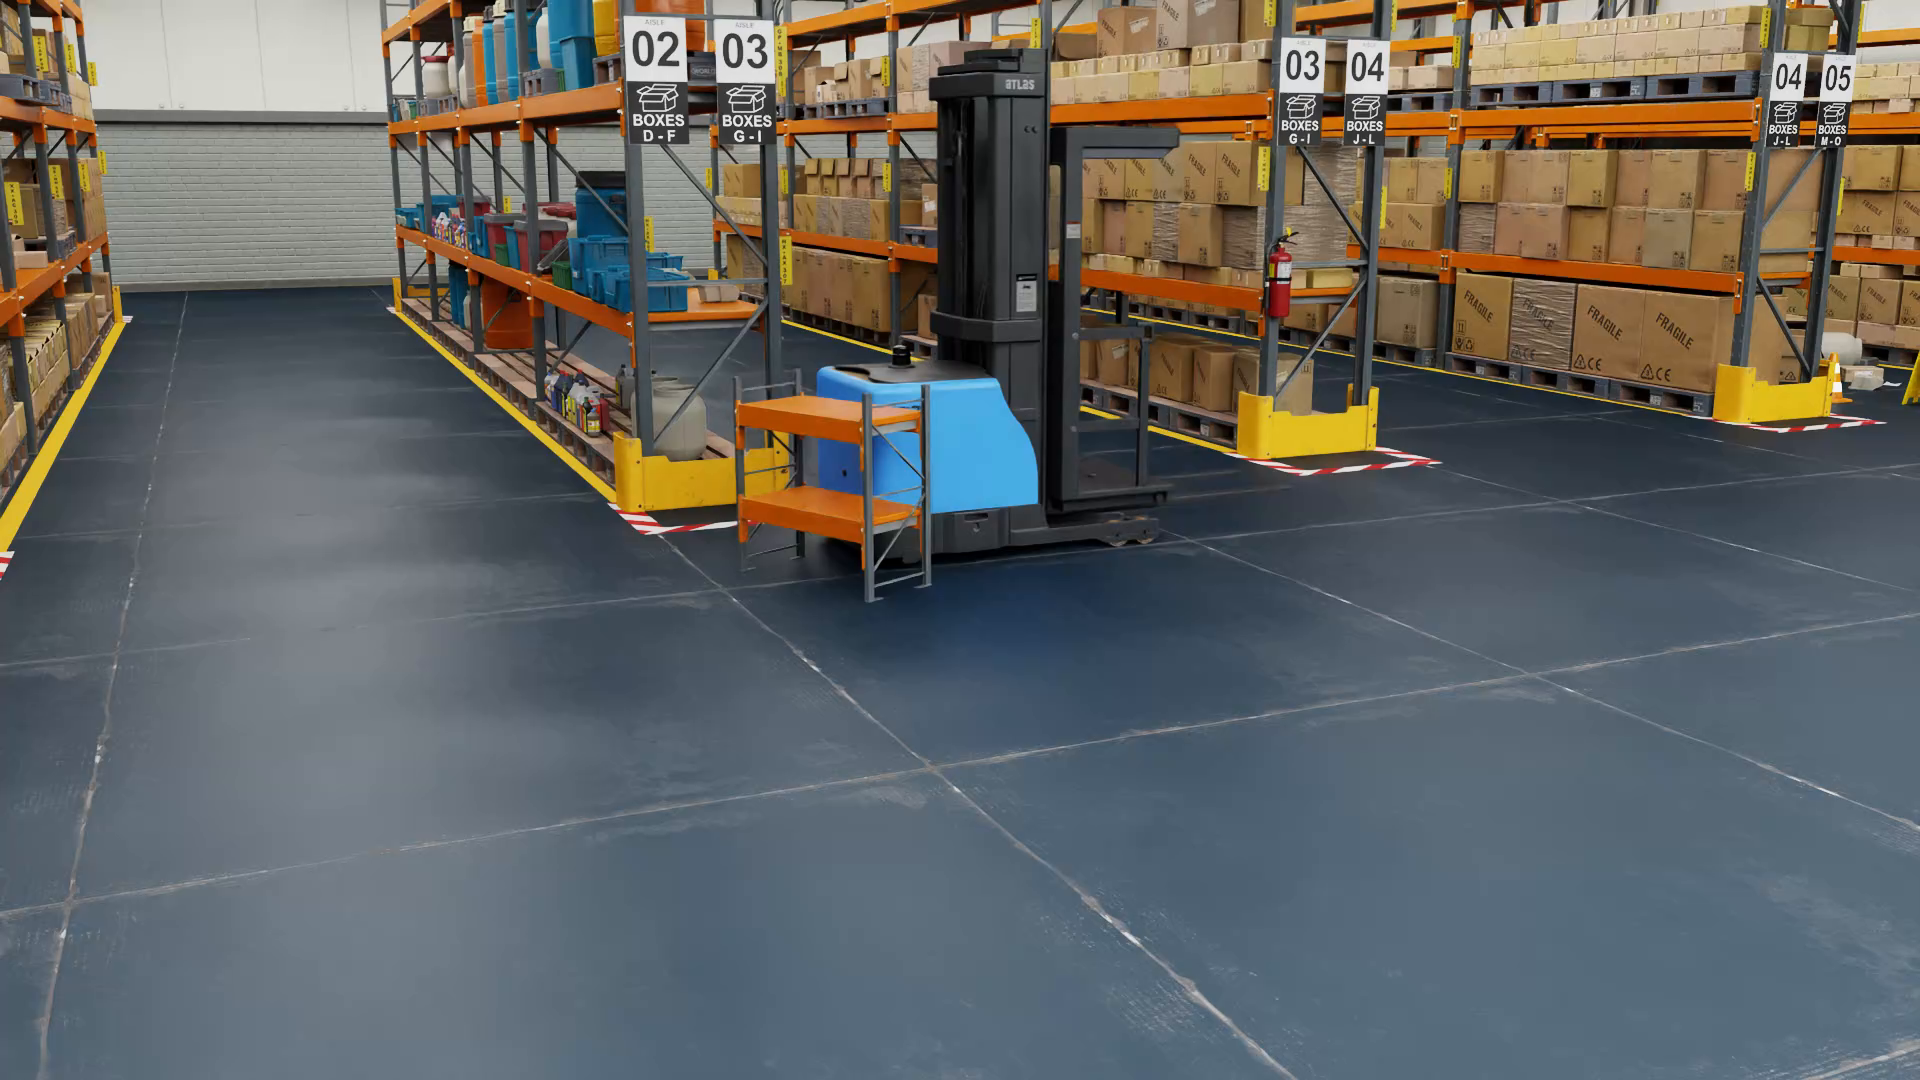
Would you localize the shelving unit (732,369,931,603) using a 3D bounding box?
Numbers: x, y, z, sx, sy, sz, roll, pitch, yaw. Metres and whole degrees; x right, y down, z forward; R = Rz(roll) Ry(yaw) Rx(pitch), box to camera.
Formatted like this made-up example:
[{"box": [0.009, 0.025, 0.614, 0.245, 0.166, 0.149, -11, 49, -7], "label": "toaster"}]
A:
[{"box": [-0.719, -0.331, 9.307, 1.048, 1.125, 0.538, 11, 17, 40], "label": "shelving unit"}]

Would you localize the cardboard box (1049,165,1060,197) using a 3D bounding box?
[{"box": [1.184, -3.556, 15.984, 0.500, 0.500, 0.500, -6, 14, -23], "label": "cardboard box"}]

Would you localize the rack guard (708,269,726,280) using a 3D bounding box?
[{"box": [-3.580, -4.258, 27.658, 1.175, 0.500, 0.348, -6, 14, -23], "label": "rack guard"}]

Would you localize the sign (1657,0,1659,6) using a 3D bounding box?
[{"box": [12.165, -9.495, 29.014, 0.100, 0.325, 0.005, -6, 14, -23], "label": "sign"}]

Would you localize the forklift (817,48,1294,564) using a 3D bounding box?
[{"box": [0.670, -1.488, 10.300, 3.031, 2.935, 1.130, -6, 14, -23], "label": "forklift"}]

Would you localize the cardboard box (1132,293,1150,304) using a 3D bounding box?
[{"box": [2.884, -3.772, 24.629, 0.500, 0.500, 0.500, -5, 14, -20], "label": "cardboard box"}]

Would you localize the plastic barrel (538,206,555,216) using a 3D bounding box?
[{"box": [-4.296, -3.232, 17.433, 0.421, 0.512, 0.421, 0, 13, 0], "label": "plastic barrel"}]

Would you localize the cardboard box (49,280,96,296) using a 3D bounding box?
[{"box": [-11.804, -3.136, 21.828, 0.797, 0.503, 0.637, -6, 14, -23], "label": "cardboard box"}]

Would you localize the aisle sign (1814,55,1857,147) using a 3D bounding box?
[{"box": [7.727, -3.871, 14.678, 0.394, 0.787, 0.004, -6, 14, -23], "label": "aisle sign"}]

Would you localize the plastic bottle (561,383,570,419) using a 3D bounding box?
[{"box": [-3.255, -1.154, 13.751, 0.061, 0.283, 0.133, -5, 14, -20], "label": "plastic bottle"}]

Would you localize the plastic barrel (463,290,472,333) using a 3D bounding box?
[{"box": [-5.876, -2.804, 20.421, 0.421, 0.512, 0.421, 0, 13, 0], "label": "plastic barrel"}]

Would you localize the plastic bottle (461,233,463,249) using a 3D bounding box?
[{"box": [-5.618, -3.412, 18.900, 0.097, 0.201, 0.097, 0, 13, 0], "label": "plastic bottle"}]

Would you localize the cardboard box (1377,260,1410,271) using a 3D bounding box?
[{"box": [7.434, -4.588, 27.321, 0.875, 0.875, 0.875, -5, 14, -21], "label": "cardboard box"}]

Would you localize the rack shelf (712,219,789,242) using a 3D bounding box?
[{"box": [-2.769, -4.707, 25.650, 1.077, 0.370, 4.000, -6, 14, -23], "label": "rack shelf"}]

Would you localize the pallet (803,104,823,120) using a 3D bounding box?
[{"box": [-1.555, -5.827, 22.668, 0.805, 0.209, 1.217, -6, 14, -25], "label": "pallet"}]

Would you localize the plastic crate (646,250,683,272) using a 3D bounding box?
[{"box": [-2.609, -2.267, 13.844, 0.499, 0.251, 0.616, -6, 14, -23], "label": "plastic crate"}]

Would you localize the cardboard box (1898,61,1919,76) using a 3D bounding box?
[{"box": [10.716, -5.255, 18.560, 0.380, 0.149, 0.250, -6, 14, -24], "label": "cardboard box"}]

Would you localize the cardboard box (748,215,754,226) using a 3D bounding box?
[{"box": [-3.006, -4.873, 25.331, 0.380, 0.149, 0.250, -5, 14, -22], "label": "cardboard box"}]

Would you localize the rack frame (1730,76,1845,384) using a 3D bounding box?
[{"box": [7.424, -2.592, 14.917, 1.000, 3.000, 0.127, -6, 14, -23], "label": "rack frame"}]

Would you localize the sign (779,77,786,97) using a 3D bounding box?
[{"box": [-2.476, -6.346, 23.160, 0.100, 0.325, 0.005, -6, 14, -23], "label": "sign"}]

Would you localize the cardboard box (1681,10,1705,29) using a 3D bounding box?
[{"box": [6.777, -4.716, 15.079, 0.380, 0.149, 0.250, -5, 14, -22], "label": "cardboard box"}]

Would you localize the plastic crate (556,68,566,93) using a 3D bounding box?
[{"box": [-2.919, -3.552, 12.880, 0.336, 0.188, 0.450, -6, 14, -23], "label": "plastic crate"}]

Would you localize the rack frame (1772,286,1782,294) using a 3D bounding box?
[{"box": [13.261, -5.162, 26.021, 1.000, 3.000, 0.127, -6, 14, -23], "label": "rack frame"}]

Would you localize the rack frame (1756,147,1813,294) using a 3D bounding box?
[{"box": [10.317, -3.886, 20.510, 1.000, 3.000, 0.127, -6, 14, -23], "label": "rack frame"}]

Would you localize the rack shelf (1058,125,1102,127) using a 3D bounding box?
[{"box": [1.816, -6.595, 27.157, 1.077, 0.370, 4.000, -6, 14, -23], "label": "rack shelf"}]

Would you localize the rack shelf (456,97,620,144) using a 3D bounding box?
[{"box": [-4.103, -4.068, 16.238, 1.077, 0.370, 4.000, -6, 14, -23], "label": "rack shelf"}]

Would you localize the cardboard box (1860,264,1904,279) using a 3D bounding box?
[{"box": [10.619, -3.094, 19.151, 0.380, 0.149, 0.250, -5, 14, -20], "label": "cardboard box"}]

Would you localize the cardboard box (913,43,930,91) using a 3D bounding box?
[{"box": [-0.213, -5.346, 18.833, 0.500, 0.500, 0.500, -6, 14, -23], "label": "cardboard box"}]

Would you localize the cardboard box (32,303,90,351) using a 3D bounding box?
[{"box": [-9.989, -2.359, 18.479, 0.500, 0.500, 0.500, -6, 14, -25], "label": "cardboard box"}]

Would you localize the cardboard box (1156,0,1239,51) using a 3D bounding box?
[{"box": [1.986, -4.361, 13.917, 0.500, 0.500, 0.500, -6, 14, -23], "label": "cardboard box"}]

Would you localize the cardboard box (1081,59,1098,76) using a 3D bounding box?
[{"box": [1.343, -4.372, 15.403, 0.380, 0.149, 0.250, -6, 14, -23], "label": "cardboard box"}]

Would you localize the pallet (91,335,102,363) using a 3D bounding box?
[{"box": [-10.686, -2.227, 19.524, 1.003, 0.211, 1.213, -6, 14, -23], "label": "pallet"}]

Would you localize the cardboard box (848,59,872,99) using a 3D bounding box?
[{"box": [-1.102, -5.822, 21.069, 0.500, 0.500, 0.500, -5, 14, -20], "label": "cardboard box"}]

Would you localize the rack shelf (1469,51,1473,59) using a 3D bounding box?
[{"box": [10.858, -8.972, 30.782, 1.077, 0.370, 4.000, -6, 14, -23], "label": "rack shelf"}]

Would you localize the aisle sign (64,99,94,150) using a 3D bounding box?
[{"box": [-12.395, -5.885, 23.379, 0.394, 0.787, 0.004, -6, 14, -23], "label": "aisle sign"}]

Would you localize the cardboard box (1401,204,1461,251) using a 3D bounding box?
[{"box": [5.368, -3.551, 18.838, 0.500, 0.500, 0.500, -6, 14, -23], "label": "cardboard box"}]

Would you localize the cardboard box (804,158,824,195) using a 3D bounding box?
[{"box": [-1.704, -5.050, 23.092, 0.797, 0.503, 0.637, -6, 14, -24], "label": "cardboard box"}]

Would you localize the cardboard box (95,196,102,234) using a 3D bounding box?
[{"box": [-11.814, -4.347, 22.278, 0.500, 0.500, 0.500, -6, 14, -23], "label": "cardboard box"}]

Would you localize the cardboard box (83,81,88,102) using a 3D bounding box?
[{"box": [-12.008, -6.022, 22.309, 0.500, 0.250, 0.500, -6, 14, -23], "label": "cardboard box"}]

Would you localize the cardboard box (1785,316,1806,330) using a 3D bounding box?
[{"box": [9.499, -2.326, 19.304, 0.500, 0.500, 0.500, 4, 14, 16], "label": "cardboard box"}]

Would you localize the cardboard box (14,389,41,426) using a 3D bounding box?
[{"box": [-7.776, -1.068, 13.499, 0.500, 0.250, 0.500, -6, 14, -24], "label": "cardboard box"}]

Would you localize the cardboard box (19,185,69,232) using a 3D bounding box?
[{"box": [-10.282, -3.644, 18.309, 0.700, 0.500, 0.500, -10, 16, -37], "label": "cardboard box"}]

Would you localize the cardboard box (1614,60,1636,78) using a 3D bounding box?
[{"box": [6.472, -4.485, 15.848, 0.380, 0.149, 0.250, -6, 14, -23], "label": "cardboard box"}]

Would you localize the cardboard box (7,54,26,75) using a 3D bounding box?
[{"box": [-9.650, -4.521, 16.377, 0.910, 0.500, 0.500, -6, 14, -23], "label": "cardboard box"}]

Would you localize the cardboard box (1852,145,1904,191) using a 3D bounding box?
[{"box": [10.655, -4.243, 18.952, 0.700, 0.500, 0.500, -6, 14, -24], "label": "cardboard box"}]

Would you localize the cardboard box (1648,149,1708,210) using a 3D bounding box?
[{"box": [7.006, -3.377, 15.580, 0.875, 0.550, 0.550, -6, 14, -23], "label": "cardboard box"}]

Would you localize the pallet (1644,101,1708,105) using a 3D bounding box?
[{"box": [9.749, -5.608, 21.710, 1.213, 0.211, 1.003, -6, 14, -23], "label": "pallet"}]

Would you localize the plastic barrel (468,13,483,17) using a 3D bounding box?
[{"box": [-5.129, -5.363, 18.354, 0.600, 0.830, 0.708, -6, 14, -23], "label": "plastic barrel"}]

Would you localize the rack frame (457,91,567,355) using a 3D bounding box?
[{"box": [-4.904, -3.370, 18.280, 1.000, 3.000, 0.127, -6, 14, -23], "label": "rack frame"}]

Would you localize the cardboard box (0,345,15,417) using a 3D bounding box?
[{"box": [-7.266, -1.147, 12.178, 0.500, 0.500, 0.500, -6, 14, -23], "label": "cardboard box"}]

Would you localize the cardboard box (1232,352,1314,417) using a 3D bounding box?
[{"box": [2.604, -1.282, 13.870, 0.500, 0.500, 0.500, -3, 13, -13], "label": "cardboard box"}]

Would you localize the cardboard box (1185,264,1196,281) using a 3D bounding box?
[{"box": [2.141, -2.290, 14.169, 0.380, 0.149, 0.250, -6, 14, -23], "label": "cardboard box"}]

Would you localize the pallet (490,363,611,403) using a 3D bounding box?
[{"box": [-4.144, -1.597, 16.800, 1.003, 0.211, 1.213, -6, 14, -23], "label": "pallet"}]

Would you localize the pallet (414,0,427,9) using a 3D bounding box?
[{"box": [-6.147, -6.665, 20.514, 1.003, 0.211, 1.213, -6, 14, -23], "label": "pallet"}]

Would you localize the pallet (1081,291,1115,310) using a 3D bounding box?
[{"box": [2.316, -3.848, 26.529, 1.003, 0.211, 1.213, -6, 14, -23], "label": "pallet"}]

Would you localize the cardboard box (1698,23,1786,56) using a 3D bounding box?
[{"box": [6.972, -4.454, 14.832, 0.500, 0.250, 0.500, -5, 14, -22], "label": "cardboard box"}]
